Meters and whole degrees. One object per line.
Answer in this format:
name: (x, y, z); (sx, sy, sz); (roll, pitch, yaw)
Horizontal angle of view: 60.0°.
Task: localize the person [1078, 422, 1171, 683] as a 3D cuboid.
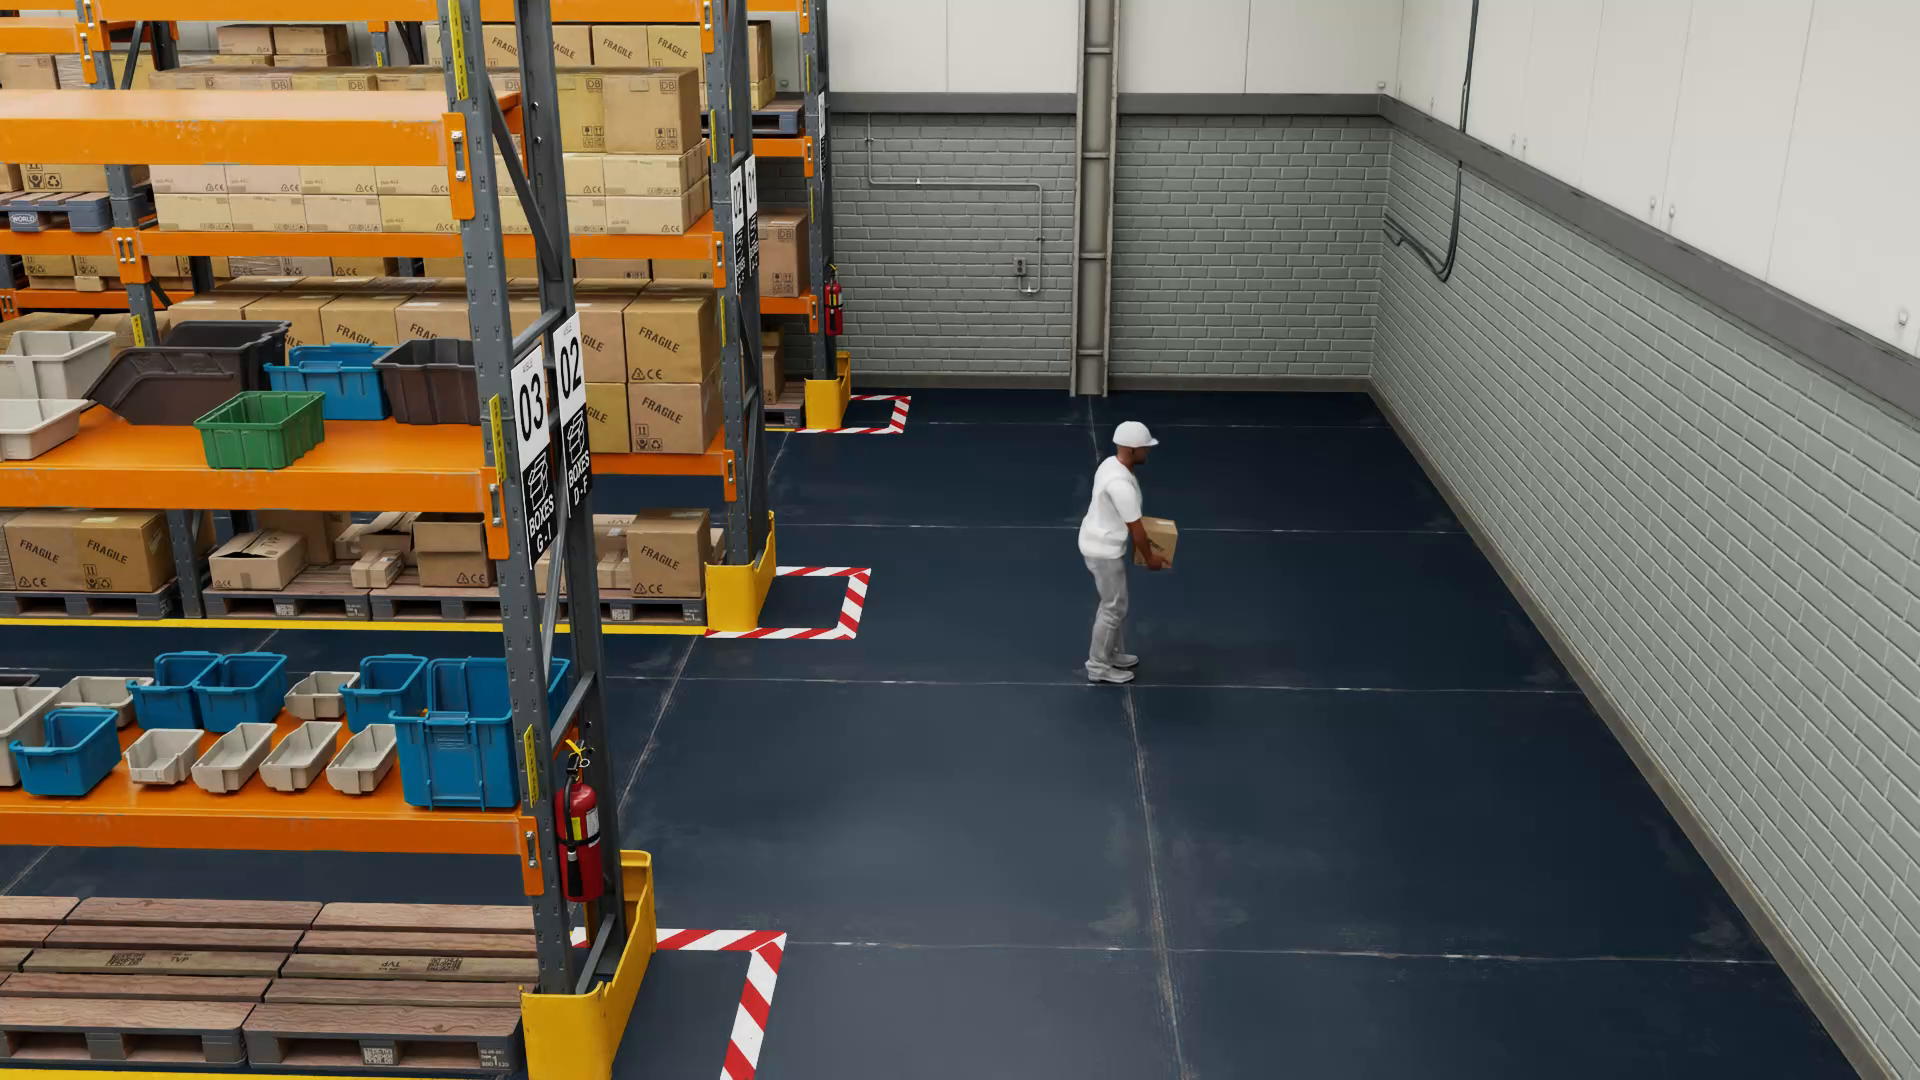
person: (1.073, 0.064, 10.907); (0.591, 1.743, 0.503); (0, 21, 1)
